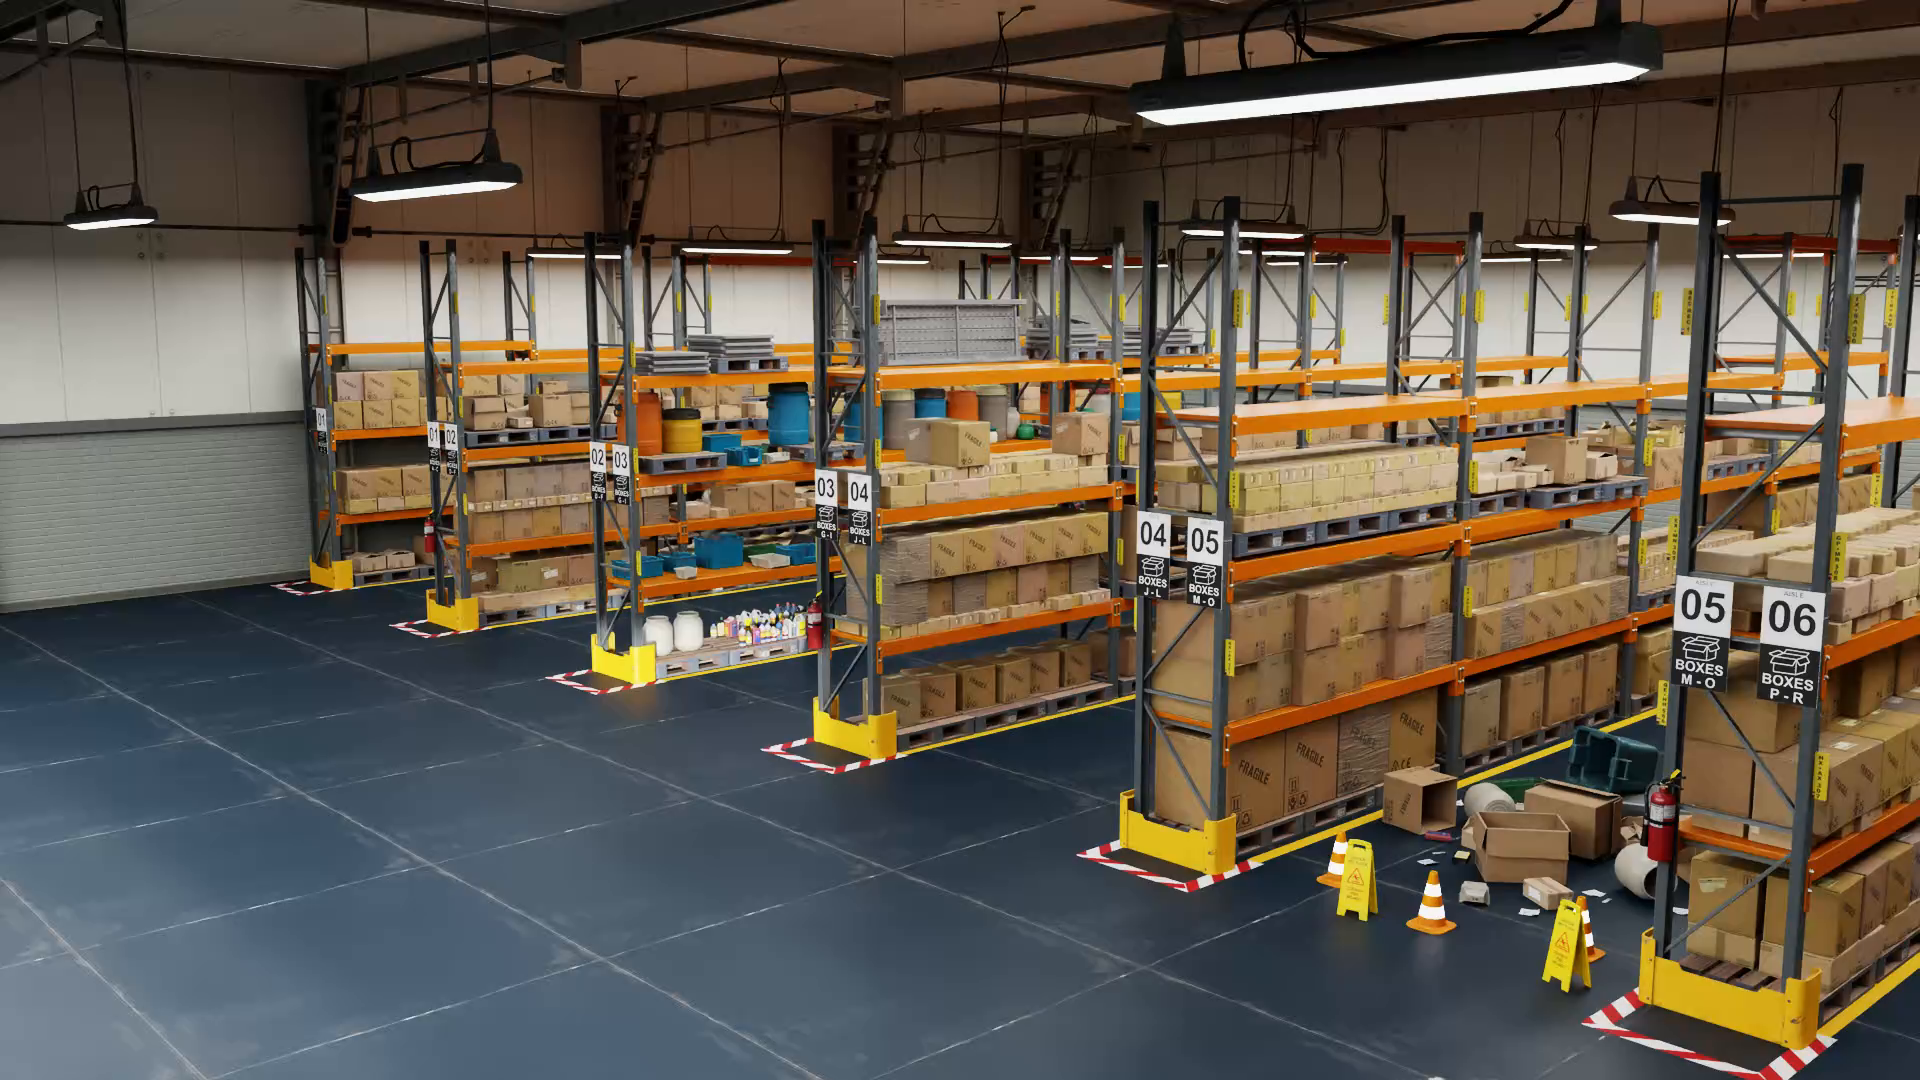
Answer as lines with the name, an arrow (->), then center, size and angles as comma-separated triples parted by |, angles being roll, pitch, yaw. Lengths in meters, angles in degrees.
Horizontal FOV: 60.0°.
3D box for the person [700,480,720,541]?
person -> -4.876, -0.449, 32.830 | 0.582, 1.665, 0.578 | 6, 11, 37
